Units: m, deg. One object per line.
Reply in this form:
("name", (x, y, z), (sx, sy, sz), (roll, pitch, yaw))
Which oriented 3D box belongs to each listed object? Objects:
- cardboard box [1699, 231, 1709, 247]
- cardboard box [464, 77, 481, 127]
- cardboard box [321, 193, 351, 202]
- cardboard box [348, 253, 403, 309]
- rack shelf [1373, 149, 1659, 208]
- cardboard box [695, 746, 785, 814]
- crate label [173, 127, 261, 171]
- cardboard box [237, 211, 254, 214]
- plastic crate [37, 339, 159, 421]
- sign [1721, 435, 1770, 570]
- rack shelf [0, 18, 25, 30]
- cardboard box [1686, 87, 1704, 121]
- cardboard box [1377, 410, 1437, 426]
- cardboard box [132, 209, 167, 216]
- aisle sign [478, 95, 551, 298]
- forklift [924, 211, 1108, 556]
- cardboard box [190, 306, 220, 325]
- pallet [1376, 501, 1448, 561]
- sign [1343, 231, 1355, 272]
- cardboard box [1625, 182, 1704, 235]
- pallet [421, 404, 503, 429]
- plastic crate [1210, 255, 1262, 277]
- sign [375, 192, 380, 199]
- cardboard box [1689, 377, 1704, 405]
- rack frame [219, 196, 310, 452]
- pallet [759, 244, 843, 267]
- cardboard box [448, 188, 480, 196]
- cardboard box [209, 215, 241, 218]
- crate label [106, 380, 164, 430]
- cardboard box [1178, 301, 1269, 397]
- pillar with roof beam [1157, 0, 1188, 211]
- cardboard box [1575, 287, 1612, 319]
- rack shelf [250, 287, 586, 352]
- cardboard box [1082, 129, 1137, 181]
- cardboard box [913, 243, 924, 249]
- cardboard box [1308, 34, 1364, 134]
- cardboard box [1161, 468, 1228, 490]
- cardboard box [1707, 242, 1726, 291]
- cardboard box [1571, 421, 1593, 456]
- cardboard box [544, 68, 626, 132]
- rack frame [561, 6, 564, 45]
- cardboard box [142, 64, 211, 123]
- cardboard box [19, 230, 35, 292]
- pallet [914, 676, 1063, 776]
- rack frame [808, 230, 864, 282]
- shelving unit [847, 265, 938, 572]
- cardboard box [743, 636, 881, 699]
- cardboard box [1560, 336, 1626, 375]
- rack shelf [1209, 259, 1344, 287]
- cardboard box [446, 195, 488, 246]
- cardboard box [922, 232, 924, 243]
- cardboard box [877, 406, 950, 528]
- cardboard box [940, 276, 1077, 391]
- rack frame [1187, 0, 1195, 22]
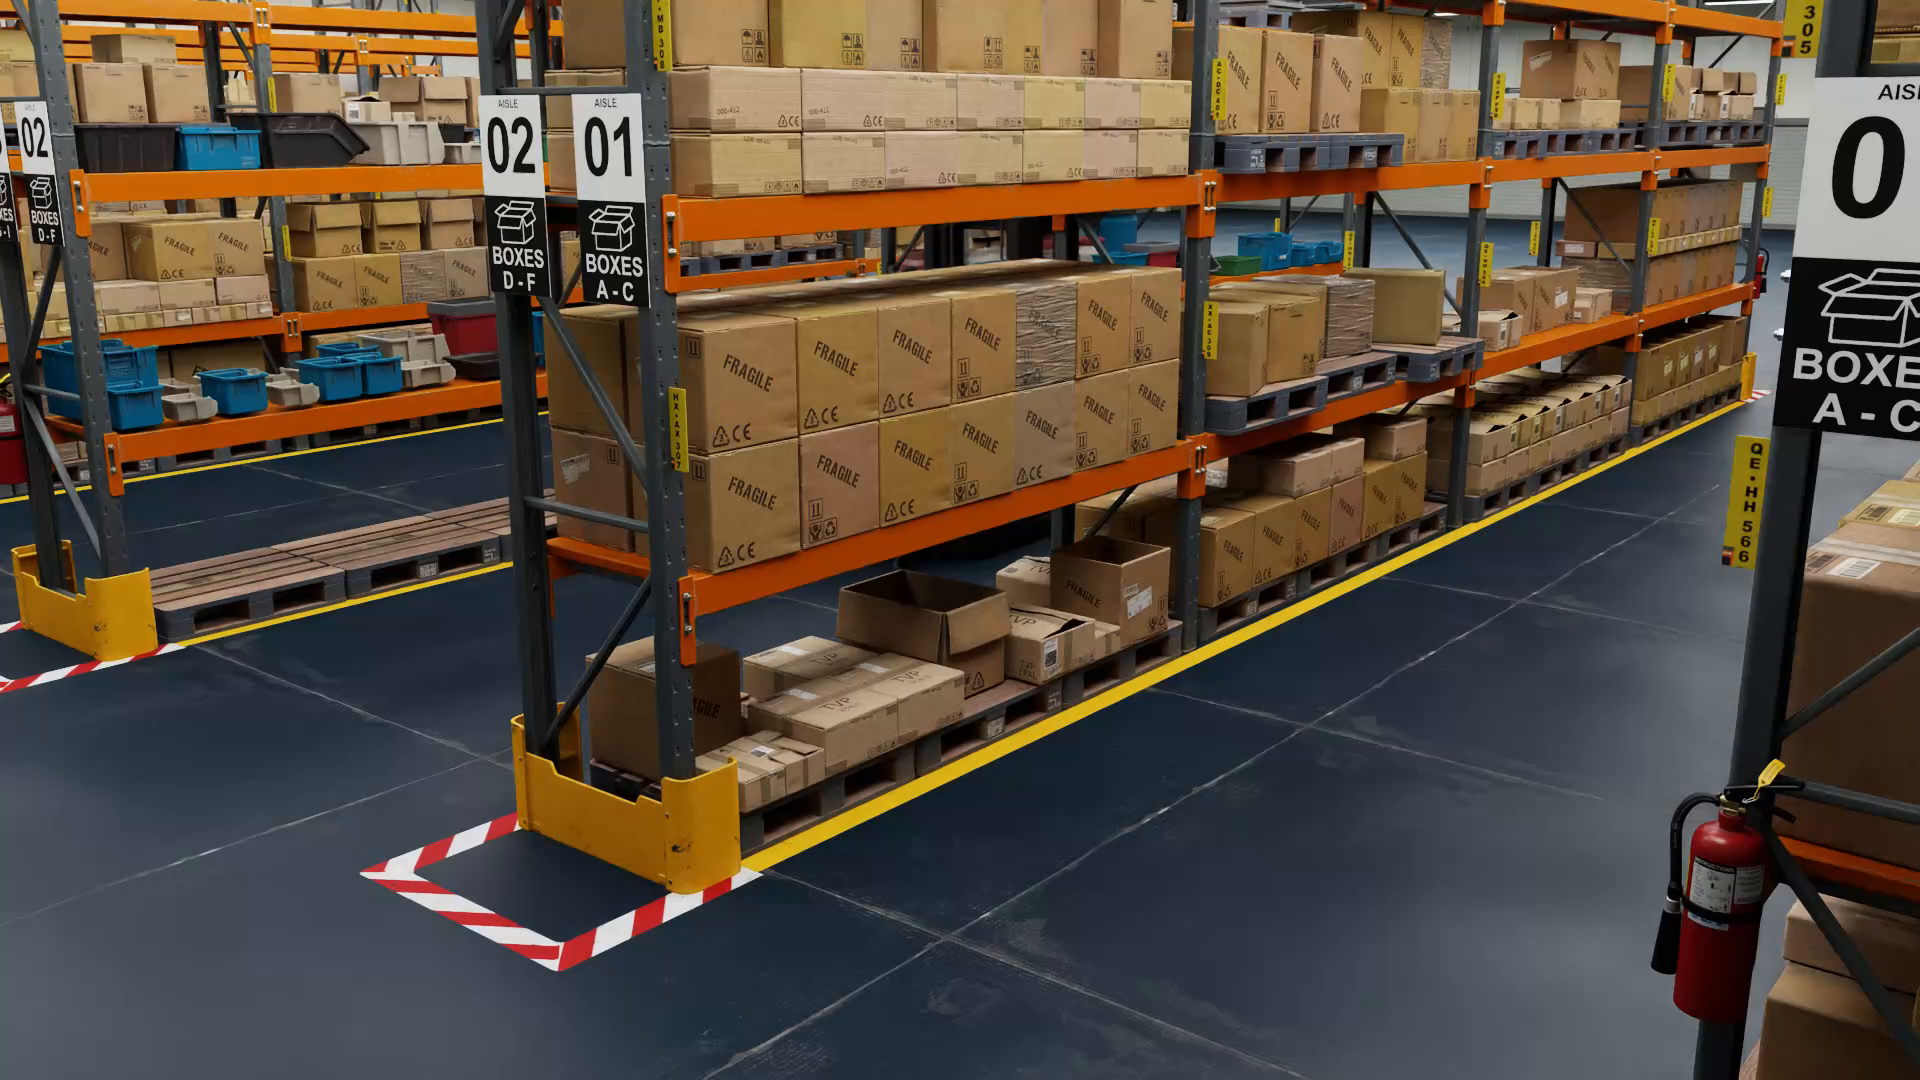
("cardboard box", (7.634, -3.168, 17.482), (0.380, 0.149, 0.250), (12, 18, 39))
("cardboard box", (-4.993, -4.557, 17.320), (0.500, 0.500, 0.500), (13, 19, 40))
("cardboard box", (-10.137, -5.537, 26.665), (0.500, 0.500, 0.500), (12, 19, 39))
("cardboard box", (-5.907, -2.586, 16.508), (0.500, 0.500, 0.500), (11, 18, 38))
("rack shelf", (4.768, -3.112, 14.151), (1.077, 0.370, 4.000), (11, 18, 38))
("cardboard box", (-0.987, 1.049, 7.297), (0.380, 0.149, 0.250), (11, 18, 38))
("crate label", (-4.536, -2.368, 10.061), (0.408, 0.251, 0.502), (11, 18, 38))
("cardboard box", (-9.087, -4.055, 20.944), (0.380, 0.149, 0.250), (12, 19, 40))
("plastic crate", (-5.302, -0.999, 10.268), (0.616, 0.435, 0.499), (11, 18, 38))
("sign", (1.925, -0.089, 4.048), (0.100, 0.325, 0.005), (11, 18, 38))
("rack shelf", (-11.757, -5.353, 16.886), (1.077, 0.370, 4.000), (11, 18, 38))
("cardboard box", (6.886, -4.231, 16.138), (0.500, 0.311, 0.500), (10, 17, 35))
("cardboard box", (3.649, -0.905, 13.687), (0.500, 0.311, 0.500), (12, 18, 39))
("cardboard box", (-12.007, -4.729, 24.435), (0.500, 0.250, 0.500), (11, 18, 37))
("aisle sign", (-1.798, -1.386, 6.708), (0.394, 0.787, 0.004), (11, 18, 38))
("forklift", (0.460, -1.615, 13.029), (1.130, 2.935, 3.031), (9, 17, 32))
("cardboard box", (-6.966, -2.063, 15.160), (0.380, 0.149, 0.250), (11, 18, 37))
("pallet", (3.012, -0.136, 12.728), (1.003, 0.211, 1.213), (11, 18, 38))
("sign", (3.077, -2.271, 13.117), (0.100, 0.325, 0.005), (11, 18, 38))
("cardboard box", (7.245, -3.442, 17.241), (0.700, 0.500, 0.500), (11, 18, 38))
("pallet", (-5.513, -1.434, 17.841), (1.003, 0.211, 1.213), (11, 18, 38))
("plastic crate", (3.247, -3.271, 19.837), (0.450, 0.188, 0.662), (11, 18, 38))
("sign", (-7.558, -4.385, 21.603), (0.100, 0.325, 0.005), (11, 18, 38))
("cardboard box", (7.498, -1.590, 17.520), (0.500, 0.250, 0.500), (11, 18, 38))
("rack frame", (-6.706, -2.392, 15.946), (1.000, 3.000, 0.127), (11, 18, 38))
("pallet", (-2.271, -3.707, 21.513), (1.003, 0.211, 1.213), (11, 18, 38))
("cardboard box", (-7.059, -4.758, 23.026), (0.700, 0.500, 0.500), (11, 18, 37))
("cardboard box", (-8.916, -3.853, 20.147), (0.380, 0.149, 0.250), (12, 19, 39))
("crate label", (-4.956, -0.804, 9.912), (0.416, 0.233, 0.303), (11, 18, 38))
("cardboard box", (1.469, -1.166, 10.066), (0.700, 0.500, 0.500), (5, 15, 19))
("pillar with roof beam", (10.330, -14.984, 53.329), (9.100, 9.000, 0.548), (11, 18, 38))
("cardboard box", (5.749, -2.216, 15.560), (0.500, 0.250, 0.500), (13, 19, 41))
("rack shelf", (-5.449, -2.426, 17.542), (1.077, 0.370, 4.000), (11, 18, 38))
("cardboard box", (0.576, -2.011, 8.659), (0.500, 0.250, 0.500), (11, 18, 38))
("cardboard box", (-0.667, -3.986, 22.730), (0.380, 0.149, 0.250), (11, 18, 38))
("cardboard box", (2.207, -2.953, 10.805), (0.600, 0.600, 0.600), (10, 18, 35))
("cardboard box", (1.717, -0.188, 11.454), (0.500, 0.500, 0.500), (12, 18, 38))
("cardboard box", (7.909, -3.016, 18.200), (0.700, 0.500, 0.500), (12, 18, 39))
("cardboard box", (5.349, -0.942, 14.971), (0.500, 0.250, 0.500), (12, 18, 39))
("cardboard box", (-1.393, -1.853, 7.024), (0.500, 0.250, 0.500), (11, 18, 38))
("rack frame", (-5.472, -7.618, 24.336), (1.000, 3.000, 0.127), (11, 18, 38))
("cardboard box", (-7.151, -3.987, 14.874), (0.700, 0.500, 0.500), (10, 17, 34))
("cardboard box", (-8.073, -2.307, 13.789), (0.500, 0.500, 0.500), (11, 18, 36))
("pallet", (-0.202, 0.860, 8.811), (1.003, 0.211, 1.213), (11, 18, 38))
("rack frame", (-1.678, -3.924, 21.977), (1.000, 3.000, 0.127), (11, 18, 38))
("shelving unit", (-0.467, -0.840, 11.665), (0.431, 2.100, 0.503), (9, 17, 32))
("cardboard box", (-0.747, 0.708, 8.436), (0.500, 0.250, 0.500), (11, 18, 38))
("cardboard box", (6.470, -1.841, 16.987), (0.500, 0.500, 0.500), (11, 18, 38))
("rack shelf", (3.432, -3.192, 20.556), (1.077, 0.370, 4.000), (11, 18, 38))
("cardboard box", (-5.076, -3.431, 17.795), (0.797, 0.503, 0.637), (12, 18, 39))
("cardboard box", (-0.769, -4.395, 23.023), (0.875, 0.500, 0.500), (11, 18, 38))
("cardboard box", (-0.395, -0.380, 7.824), (0.500, 0.500, 0.500), (11, 18, 37))
("cardboard box", (0.244, -1.059, 8.467), (0.500, 0.500, 0.500), (11, 18, 38))
("rack frame", (2.175, -6.065, 18.221), (1.000, 3.000, 0.127), (11, 18, 38))
